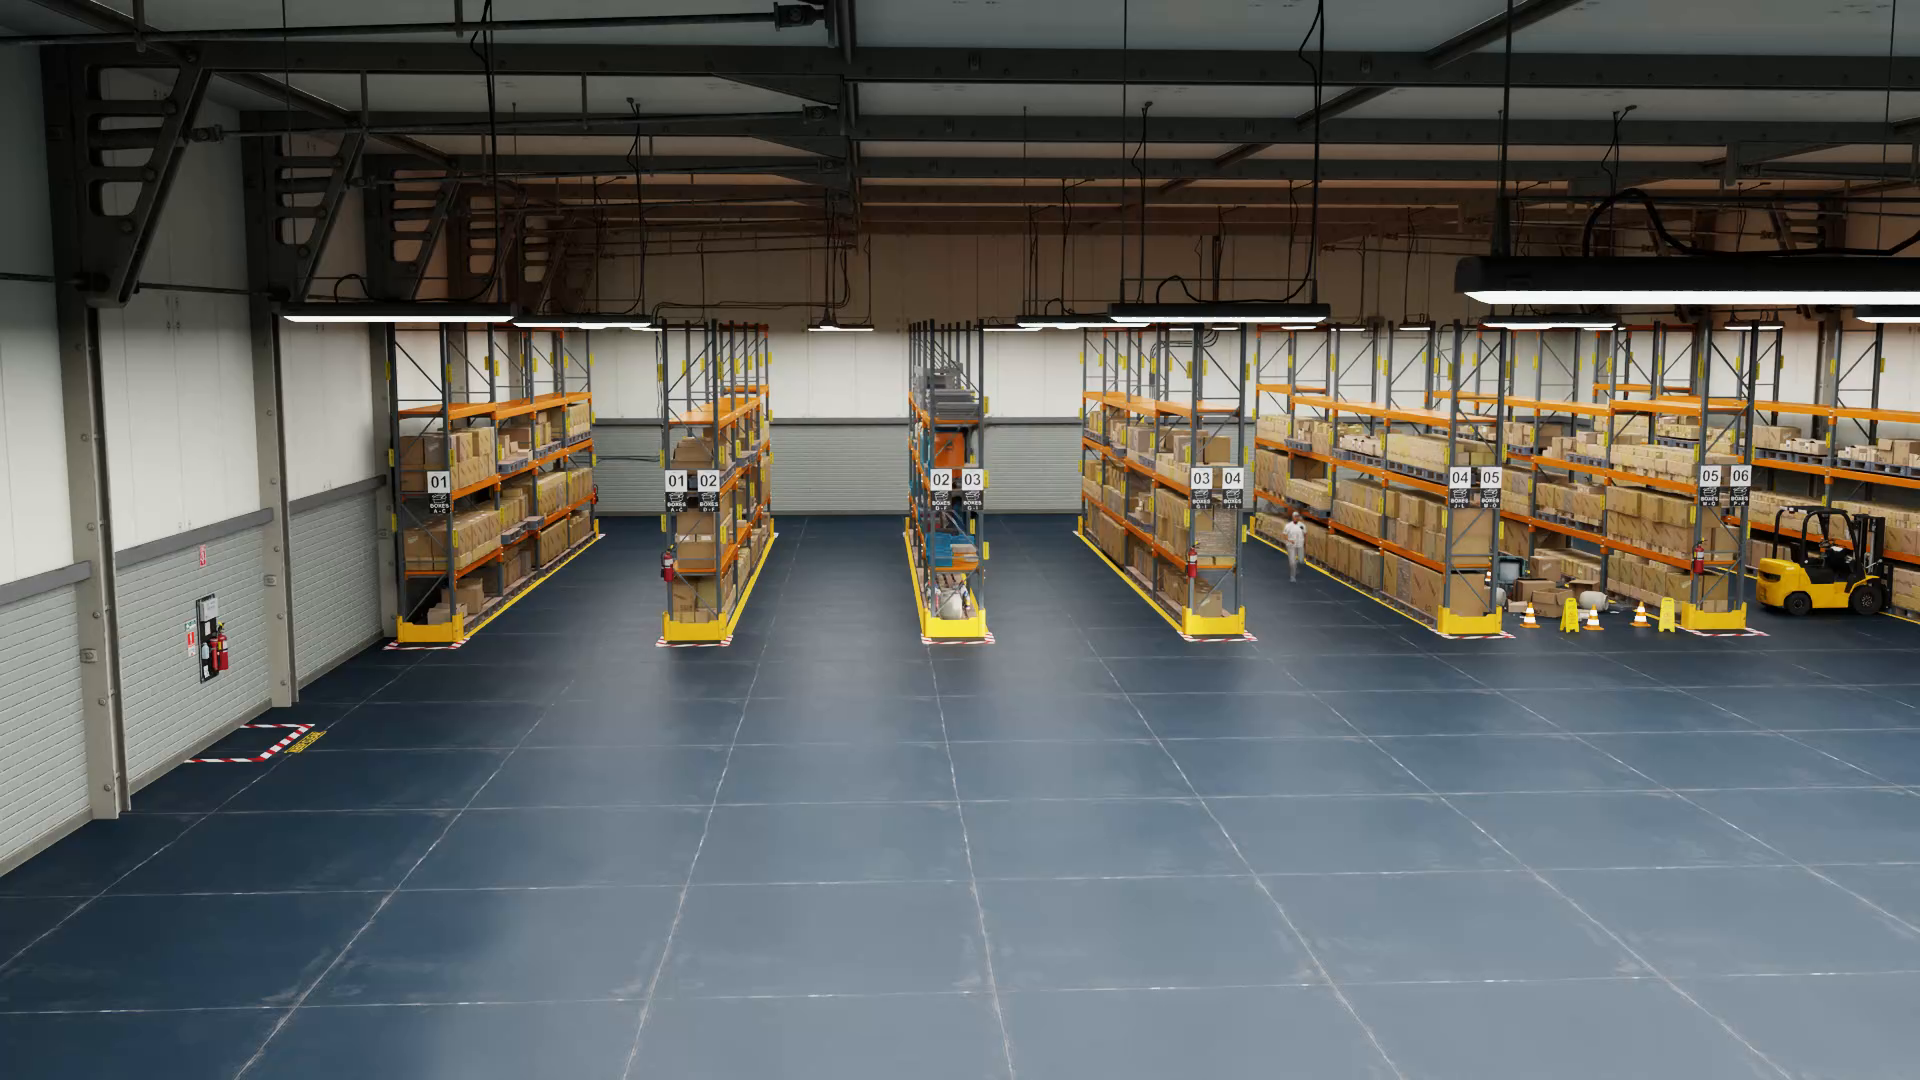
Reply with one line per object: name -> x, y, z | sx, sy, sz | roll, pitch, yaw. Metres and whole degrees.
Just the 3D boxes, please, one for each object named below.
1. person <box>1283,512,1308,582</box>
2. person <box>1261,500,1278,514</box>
person -> 7.804, 0.159, 38.644 | 0.607, 1.627, 0.542 | 0, 7, 0
person -> 9.215, -1.116, 48.830 | 0.741, 1.717, 0.576 | 0, 7, 3
